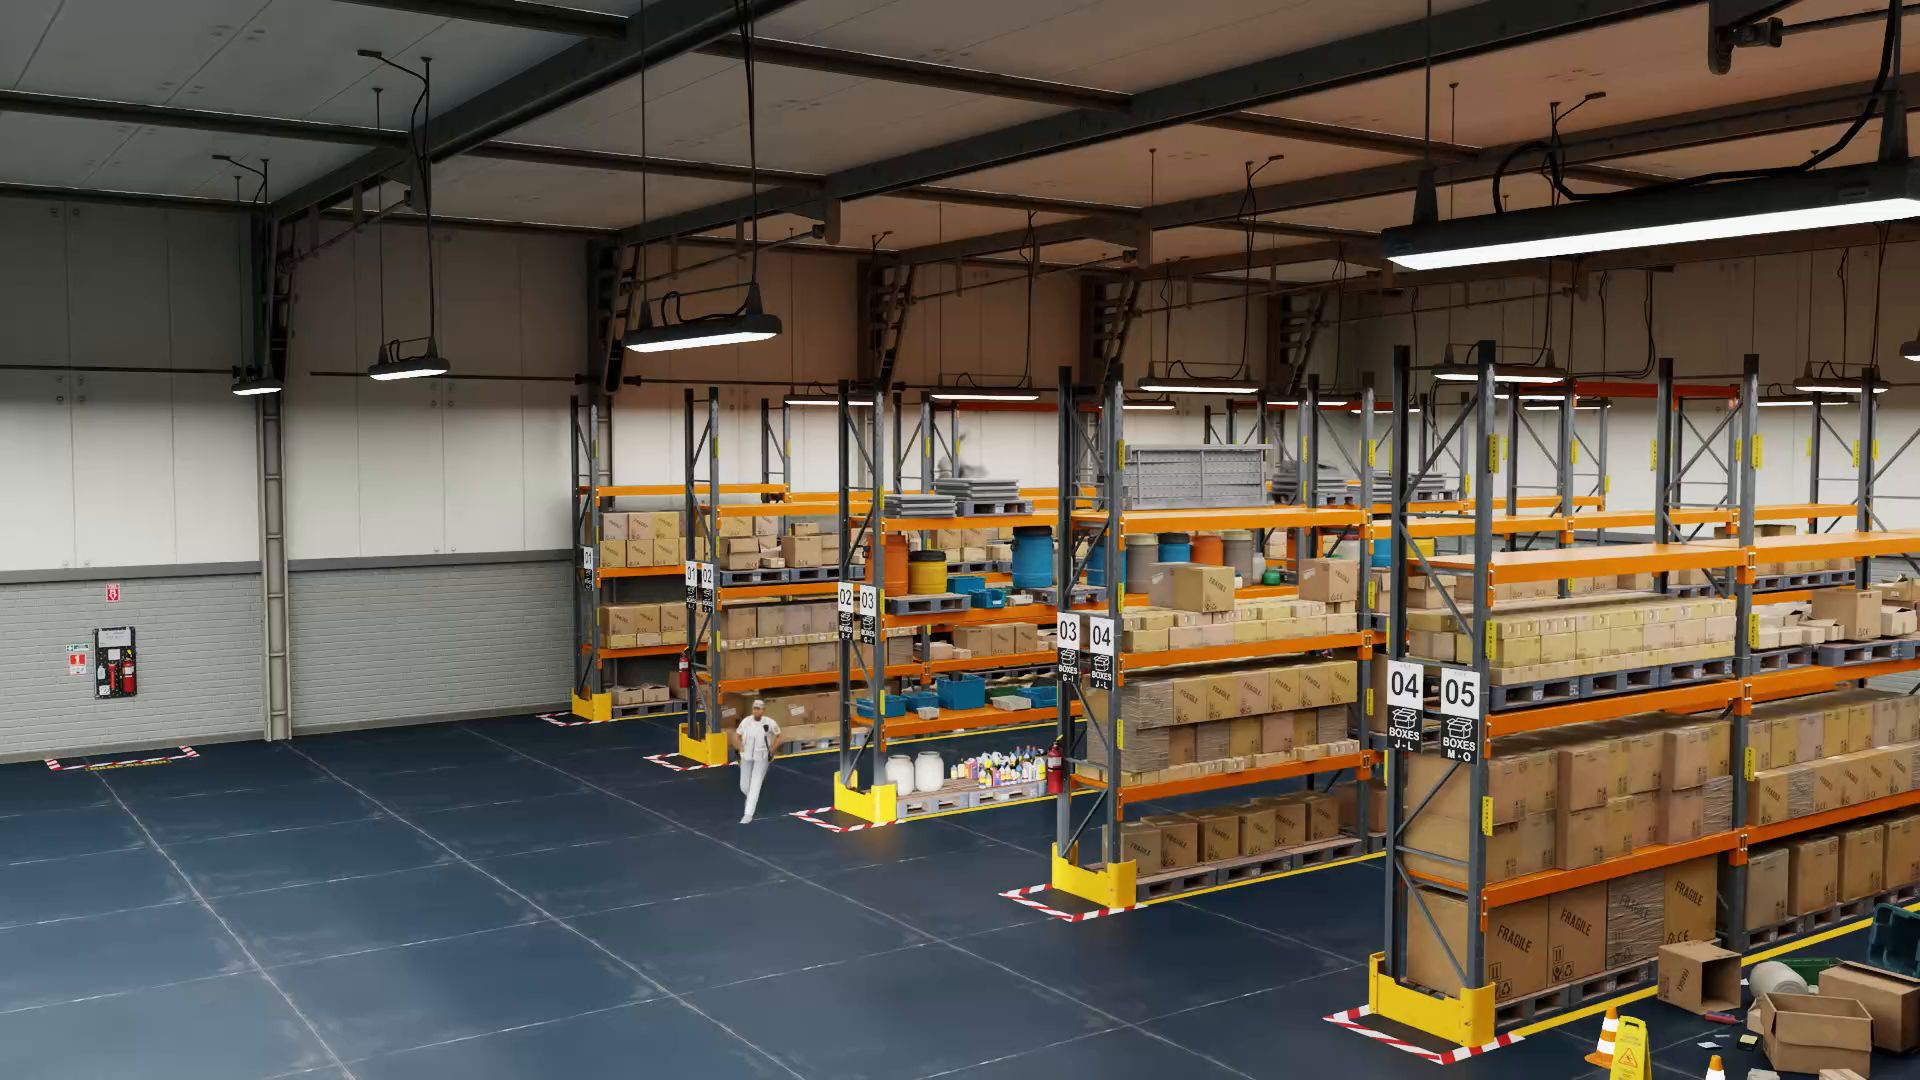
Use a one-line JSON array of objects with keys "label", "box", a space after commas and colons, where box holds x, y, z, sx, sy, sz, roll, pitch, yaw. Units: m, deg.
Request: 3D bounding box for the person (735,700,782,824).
[{"label": "person", "box": [-2.759, 2.989, 22.705, 0.635, 1.648, 0.823, 0, 3, 7]}]

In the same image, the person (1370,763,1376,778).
[{"label": "person", "box": [6.033, 2.903, 24.767, 0.525, 1.536, 0.527, 3, 5, 42]}]

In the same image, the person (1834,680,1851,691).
[{"label": "person", "box": [13.023, 2.853, 24.571, 0.805, 1.747, 0.559, -2, 4, -36]}]
